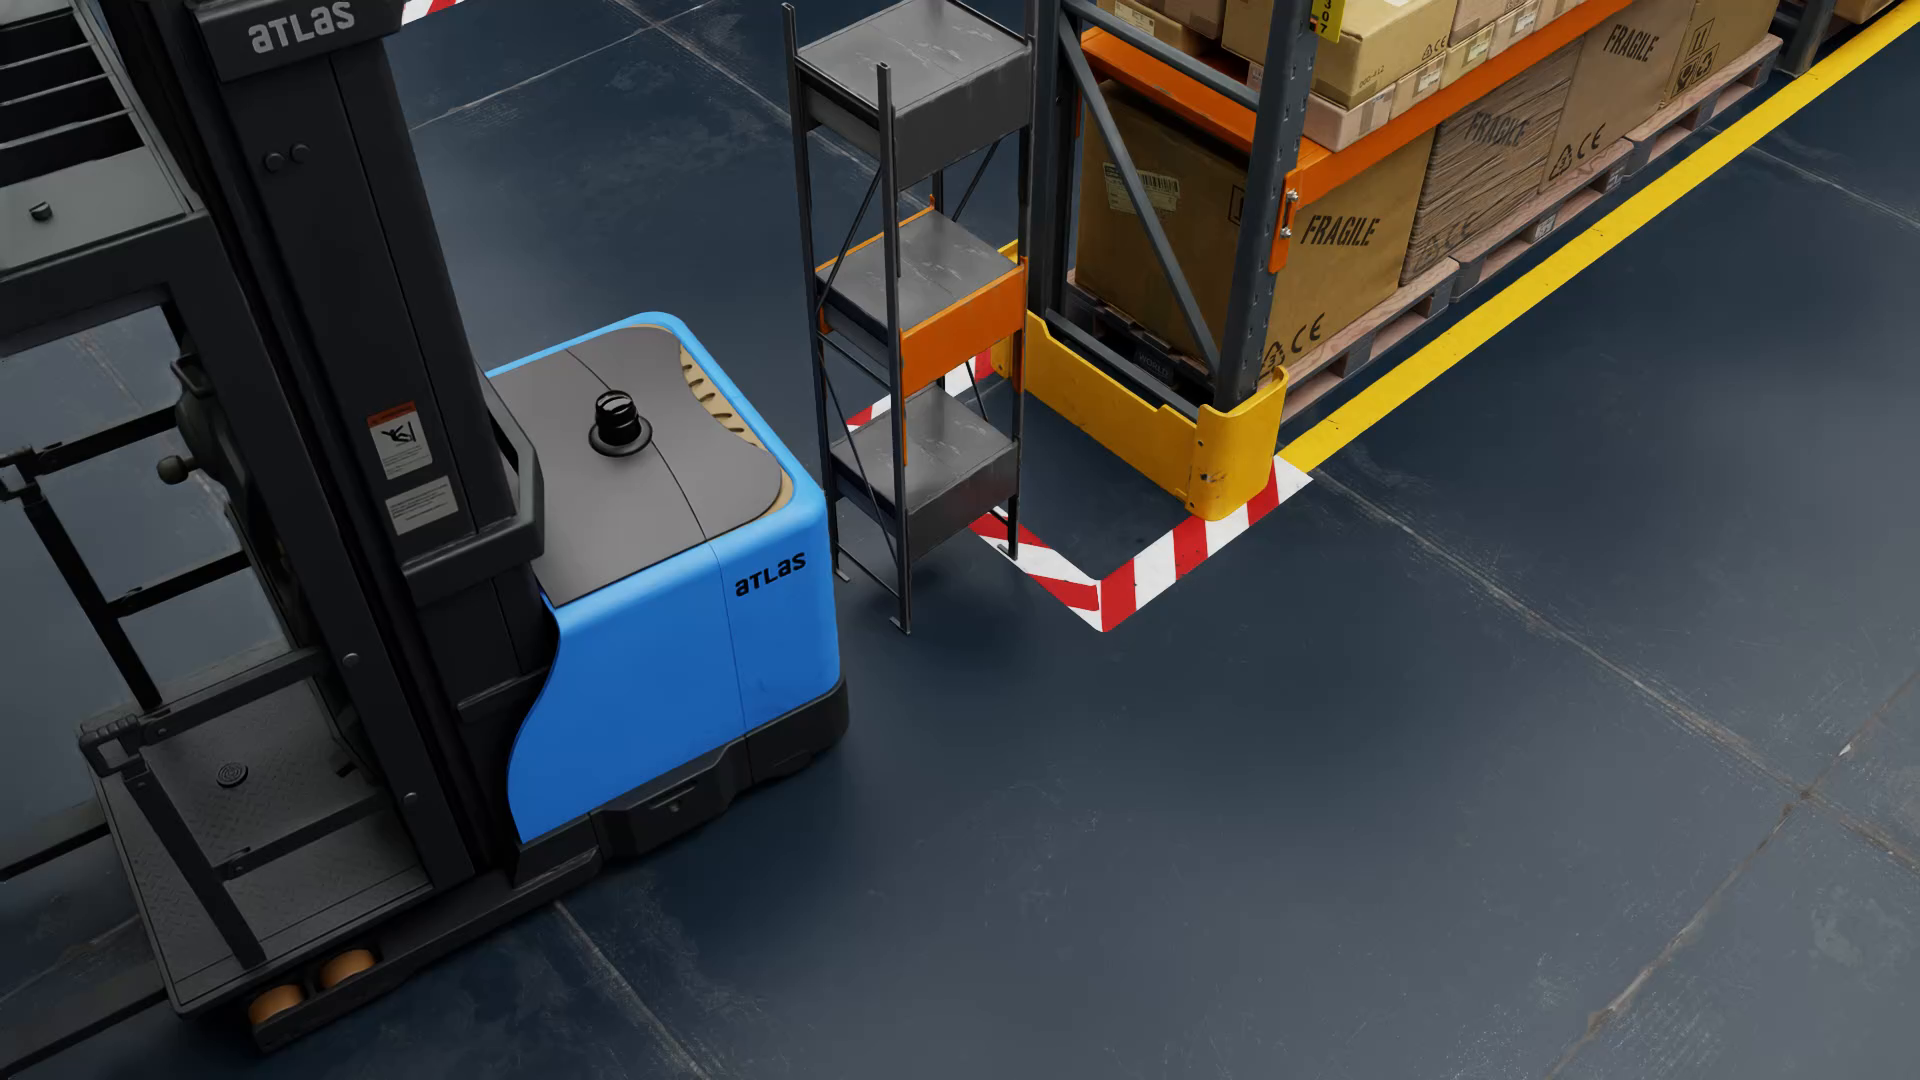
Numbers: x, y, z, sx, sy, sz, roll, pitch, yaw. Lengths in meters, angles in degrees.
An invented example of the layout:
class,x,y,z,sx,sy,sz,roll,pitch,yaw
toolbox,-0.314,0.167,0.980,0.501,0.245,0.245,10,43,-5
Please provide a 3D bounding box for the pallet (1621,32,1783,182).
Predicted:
class,x,y,z,sx,sy,sz,roll,pitch,yaw
pallet,2.972,-2.175,7.613,1.213,0.211,1.003,-34,56,-27

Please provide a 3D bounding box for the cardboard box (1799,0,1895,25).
class,x,y,z,sx,sy,sz,roll,pitch,yaw
cardboard box,4.047,-3.203,7.825,0.875,0.875,1.225,-34,56,-27

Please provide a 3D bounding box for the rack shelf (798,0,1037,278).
class,x,y,z,sx,sy,sz,roll,pitch,yaw
rack shelf,-0.123,-1.096,4.398,0.480,0.518,0.431,-34,56,-27

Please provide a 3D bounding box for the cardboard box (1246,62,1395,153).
class,x,y,z,sx,sy,sz,roll,pitch,yaw
cardboard box,1.112,-1.387,5.160,0.250,0.149,0.380,-33,55,-27

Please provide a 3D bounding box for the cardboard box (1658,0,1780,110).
class,x,y,z,sx,sy,sz,roll,pitch,yaw
cardboard box,3.045,-2.593,7.262,0.875,0.875,0.875,-34,56,-27

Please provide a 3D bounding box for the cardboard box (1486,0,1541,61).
class,x,y,z,sx,sy,sz,roll,pitch,yaw
cardboard box,1.683,-1.771,5.514,0.250,0.149,0.380,-35,56,-28

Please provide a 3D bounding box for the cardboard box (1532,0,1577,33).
class,x,y,z,sx,sy,sz,roll,pitch,yaw
cardboard box,1.871,-1.896,5.630,0.250,0.149,0.380,-35,56,-28

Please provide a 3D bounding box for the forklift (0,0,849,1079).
class,x,y,z,sx,sy,sz,roll,pitch,yaw
forklift,-1.857,-0.083,3.832,3.031,2.935,1.130,-25,52,-22

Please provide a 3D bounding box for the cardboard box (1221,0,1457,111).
class,x,y,z,sx,sy,sz,roll,pitch,yaw
cardboard box,1.164,-1.617,5.101,0.500,0.250,0.500,-35,56,-28

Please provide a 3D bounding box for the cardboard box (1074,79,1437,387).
class,x,y,z,sx,sy,sz,roll,pitch,yaw
cardboard box,1.047,-1.258,6.030,0.875,0.875,0.875,-34,56,-27

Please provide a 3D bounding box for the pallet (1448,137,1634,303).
class,x,y,z,sx,sy,sz,roll,pitch,yaw
pallet,2.069,-1.569,7.054,1.213,0.211,1.003,-34,56,-27

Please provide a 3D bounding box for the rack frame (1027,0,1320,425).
class,x,y,z,sx,sy,sz,roll,pitch,yaw
rack frame,0.628,-1.476,5.071,0.127,3.000,1.000,-34,56,-27

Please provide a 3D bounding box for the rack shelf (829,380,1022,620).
class,x,y,z,sx,sy,sz,roll,pitch,yaw
rack shelf,-0.123,-0.146,5.427,0.480,0.518,0.431,-34,56,-27

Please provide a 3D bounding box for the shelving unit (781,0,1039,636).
class,x,y,z,sx,sy,sz,roll,pitch,yaw
shelving unit,-0.123,-0.630,4.903,0.503,2.100,0.431,-34,56,-27

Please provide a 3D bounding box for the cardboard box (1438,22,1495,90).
class,x,y,z,sx,sy,sz,roll,pitch,yaw
cardboard box,1.490,-1.642,5.395,0.250,0.149,0.380,-35,56,-28

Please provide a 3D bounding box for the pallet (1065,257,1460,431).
class,x,y,z,sx,sy,sz,roll,pitch,yaw
pallet,1.167,-0.969,6.500,1.213,0.211,1.003,-34,56,-27

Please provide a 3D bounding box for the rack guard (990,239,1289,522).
class,x,y,z,sx,sy,sz,roll,pitch,yaw
rack guard,0.610,-0.617,5.979,0.348,0.500,1.175,-34,56,-27

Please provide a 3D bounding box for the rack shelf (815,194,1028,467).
class,x,y,z,sx,sy,sz,roll,pitch,yaw
rack shelf,-0.123,-0.621,4.913,0.480,0.518,0.431,-34,56,-27

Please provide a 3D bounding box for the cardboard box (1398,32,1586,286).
class,x,y,z,sx,sy,sz,roll,pitch,yaw
cardboard box,1.721,-1.708,6.445,0.875,0.875,0.875,-34,56,-27

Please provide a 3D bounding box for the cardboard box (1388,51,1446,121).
class,x,y,z,sx,sy,sz,roll,pitch,yaw
cardboard box,1.301,-1.515,5.278,0.250,0.149,0.380,-35,56,-28

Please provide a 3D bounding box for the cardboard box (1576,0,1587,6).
class,x,y,z,sx,sy,sz,roll,pitch,yaw
cardboard box,2.062,-2.024,5.748,0.250,0.149,0.380,-34,56,-27

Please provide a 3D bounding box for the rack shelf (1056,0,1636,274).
class,x,y,z,sx,sy,sz,roll,pitch,yaw
rack shelf,2.107,-2.221,6.248,4.000,0.370,1.077,-34,56,-27

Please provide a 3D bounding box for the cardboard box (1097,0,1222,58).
class,x,y,z,sx,sy,sz,roll,pitch,yaw
cardboard box,0.670,-1.746,5.491,0.250,0.149,0.380,-33,55,-27

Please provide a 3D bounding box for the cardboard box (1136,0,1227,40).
class,x,y,z,sx,sy,sz,roll,pitch,yaw
cardboard box,0.808,-1.910,5.371,0.500,0.250,0.500,-35,56,-28

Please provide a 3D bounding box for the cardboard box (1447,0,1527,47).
class,x,y,z,sx,sy,sz,roll,pitch,yaw
cardboard box,1.545,-1.877,5.341,0.500,0.250,0.500,-34,56,-28

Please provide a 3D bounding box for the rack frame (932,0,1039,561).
class,x,y,z,sx,sy,sz,roll,pitch,yaw
rack frame,0.058,-0.751,5.014,0.015,2.100,0.400,-34,56,-27

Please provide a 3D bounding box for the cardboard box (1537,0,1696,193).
class,x,y,z,sx,sy,sz,roll,pitch,yaw
cardboard box,2.379,-2.148,6.851,0.875,0.875,0.875,-34,56,-27

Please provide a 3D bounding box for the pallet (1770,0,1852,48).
class,x,y,z,sx,sy,sz,roll,pitch,yaw
pallet,4.107,-2.931,8.311,1.213,0.211,1.003,-34,56,-27

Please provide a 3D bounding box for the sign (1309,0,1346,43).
class,x,y,z,sx,sy,sz,roll,pitch,yaw
sign,0.997,-1.492,4.443,0.005,0.325,0.100,-34,56,-27

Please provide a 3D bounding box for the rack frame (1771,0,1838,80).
class,x,y,z,sx,sy,sz,roll,pitch,yaw
rack frame,3.587,-3.454,6.896,0.127,3.000,1.000,-34,56,-27

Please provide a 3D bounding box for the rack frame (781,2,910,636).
class,x,y,z,sx,sy,sz,roll,pitch,yaw
rack frame,-0.303,-0.509,4.791,0.015,2.100,0.400,-34,56,-27
